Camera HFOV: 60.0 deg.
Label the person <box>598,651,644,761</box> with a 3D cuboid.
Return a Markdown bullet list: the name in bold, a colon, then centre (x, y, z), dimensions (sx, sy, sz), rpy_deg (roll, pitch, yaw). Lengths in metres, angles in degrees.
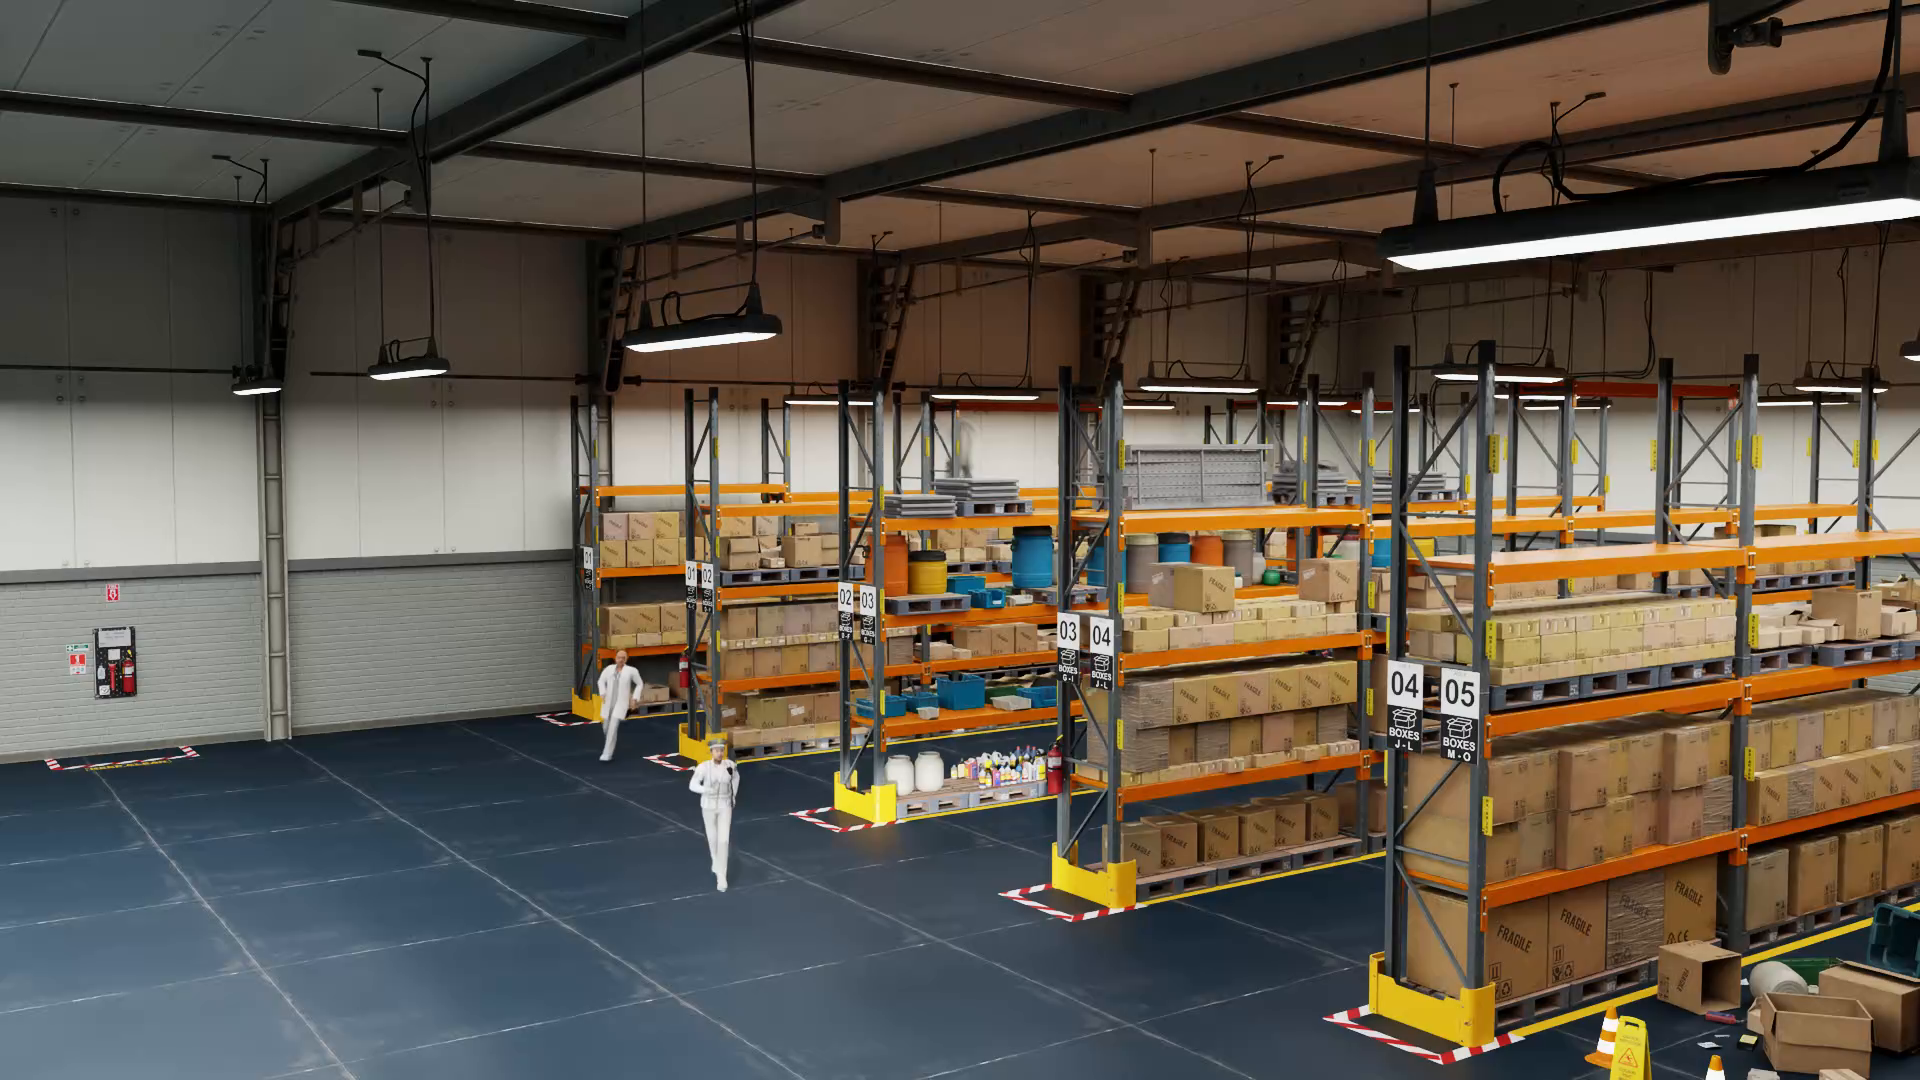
- **person**: centre (-5.509, 2.657, 26.905), dimensions (0.744, 1.749, 0.957), rpy_deg (0, 3, 7)

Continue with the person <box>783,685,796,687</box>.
- **person**: centre (-3.101, 2.546, 30.788), dimensions (0.596, 1.582, 0.690), rpy_deg (3, 5, 42)

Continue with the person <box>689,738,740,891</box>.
- **person**: centre (-2.857, 3.151, 19.406), dimensions (0.589, 1.733, 0.847), rpy_deg (-1, 3, -10)
